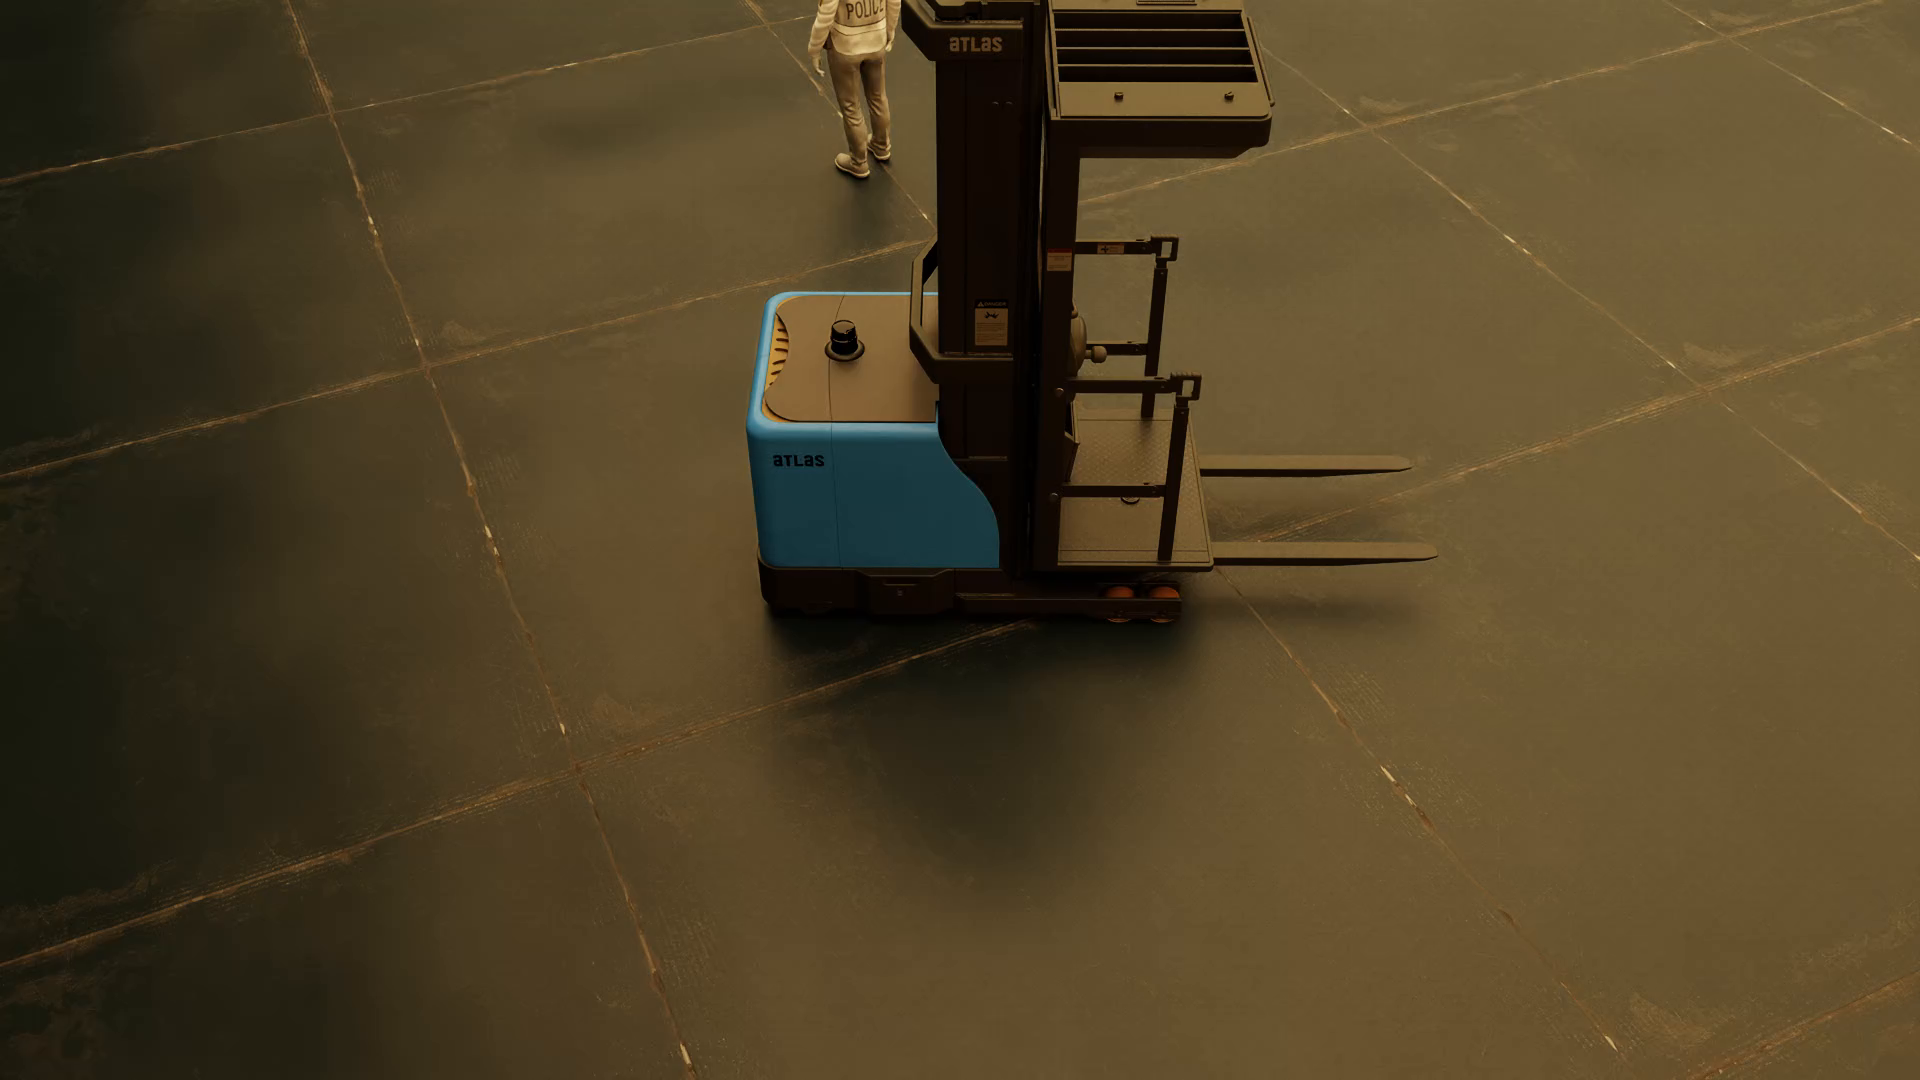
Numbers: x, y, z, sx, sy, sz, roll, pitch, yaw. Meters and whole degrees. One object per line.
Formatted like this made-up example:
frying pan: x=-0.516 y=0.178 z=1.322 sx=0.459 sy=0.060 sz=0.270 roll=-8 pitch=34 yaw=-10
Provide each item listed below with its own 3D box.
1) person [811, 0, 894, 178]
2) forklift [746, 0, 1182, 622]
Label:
person: x=-0.638 y=-2.900 z=9.723 sx=0.569 sy=1.641 sz=0.500 roll=-23 pitch=48 yaw=-23
forklift: x=0.079 y=-1.048 z=6.850 sx=1.939 sy=2.867 sz=1.129 roll=0 pitch=43 yaw=0
